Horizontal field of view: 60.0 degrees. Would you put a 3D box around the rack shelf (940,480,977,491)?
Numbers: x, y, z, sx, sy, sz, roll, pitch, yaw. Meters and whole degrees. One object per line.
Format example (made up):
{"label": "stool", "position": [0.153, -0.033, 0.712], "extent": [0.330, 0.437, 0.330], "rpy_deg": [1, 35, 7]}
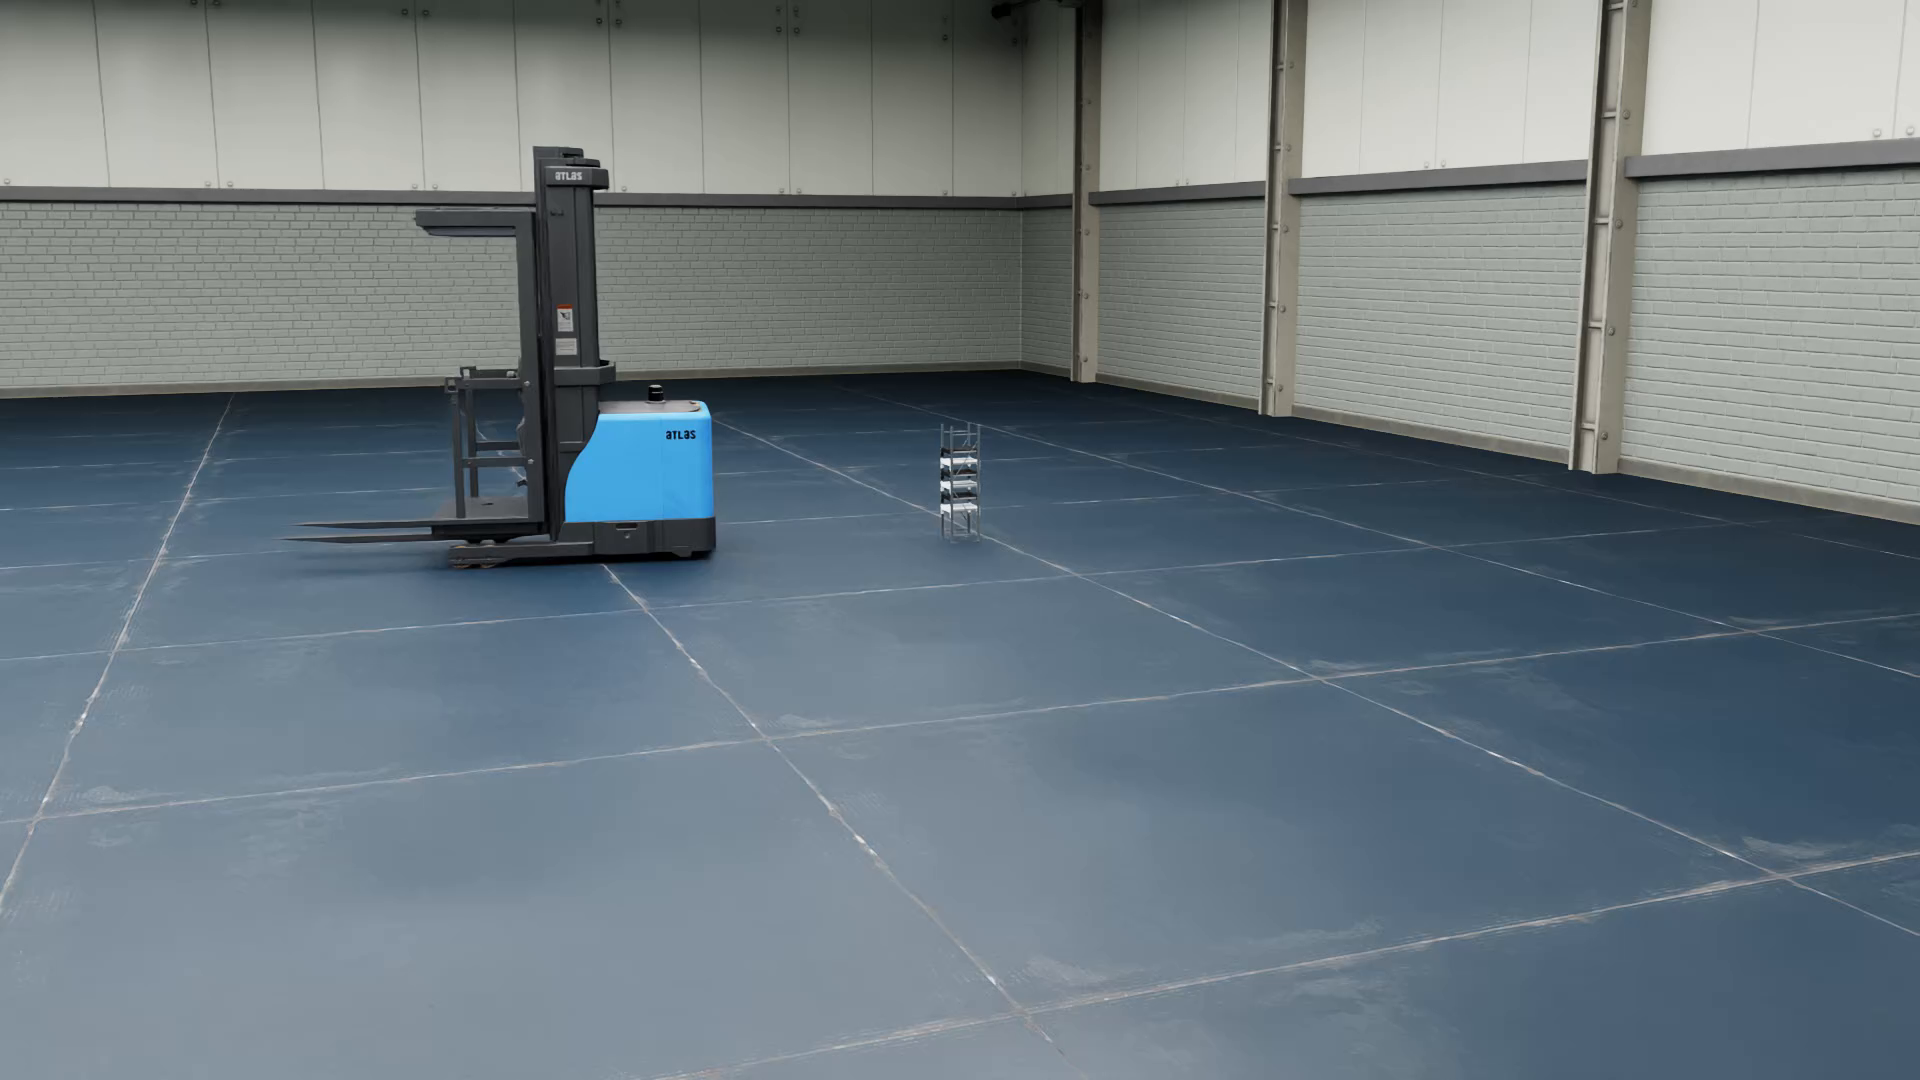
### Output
{"label": "rack shelf", "position": [0.003, -0.409, 12.840], "extent": [0.258, 0.077, 0.200], "rpy_deg": [-4, 11, -21]}

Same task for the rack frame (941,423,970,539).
{"label": "rack frame", "position": [-0.034, -0.458, 12.927], "extent": [0.240, 0.900, 0.006], "rpy_deg": [-4, 11, -21]}

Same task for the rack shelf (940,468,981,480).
{"label": "rack shelf", "position": [0.003, -0.498, 12.824], "extent": [0.258, 0.077, 0.200], "rpy_deg": [-4, 11, -21]}

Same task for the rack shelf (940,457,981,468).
{"label": "rack shelf", "position": [0.003, -0.586, 12.808], "extent": [0.258, 0.077, 0.200], "rpy_deg": [-4, 11, -21]}

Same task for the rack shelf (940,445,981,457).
{"label": "rack shelf", "position": [0.003, -0.675, 12.792], "extent": [0.258, 0.077, 0.200], "rpy_deg": [-4, 11, -21]}

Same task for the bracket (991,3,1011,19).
{"label": "bracket", "position": [0.734, -9.294, 29.194], "extent": [0.235, 0.232, 0.430], "rpy_deg": [-4, 11, -21]}

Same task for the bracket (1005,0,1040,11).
{"label": "bracket", "position": [0.948, -9.197, 28.652], "extent": [0.076, 0.066, 3.189], "rpy_deg": [-4, 11, -21]}

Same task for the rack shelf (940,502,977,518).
{"label": "rack shelf", "position": [0.003, -0.232, 12.871], "extent": [0.258, 0.077, 0.200], "rpy_deg": [-4, 11, -21]}

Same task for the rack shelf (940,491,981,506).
{"label": "rack shelf", "position": [0.003, -0.320, 12.855], "extent": [0.258, 0.077, 0.200], "rpy_deg": [-4, 11, -21]}

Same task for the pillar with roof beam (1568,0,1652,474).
{"label": "pillar with roof beam", "position": [2.410, -4.857, 14.533], "extent": [9.100, 9.000, 0.400], "rpy_deg": [-4, 11, -21]}

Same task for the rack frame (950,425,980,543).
{"label": "rack frame", "position": [0.040, -0.425, 12.741], "extent": [0.240, 0.900, 0.006], "rpy_deg": [-4, 11, -21]}

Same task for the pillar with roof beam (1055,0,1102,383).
{"label": "pillar with roof beam", "position": [-1.938, -6.816, 25.544], "extent": [9.100, 9.000, 0.548], "rpy_deg": [-4, 11, -21]}

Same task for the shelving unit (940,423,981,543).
{"label": "shelving unit", "position": [0.003, -0.442, 12.834], "extent": [0.258, 0.900, 0.210], "rpy_deg": [-4, 11, -21]}

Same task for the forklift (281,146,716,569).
{"label": "forklift", "position": [-3.352, -1.338, 12.073], "extent": [3.031, 2.935, 1.130], "rpy_deg": [-2, 10, -10]}

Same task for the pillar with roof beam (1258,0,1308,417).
{"label": "pillar with roof beam", "position": [0.236, -5.837, 20.038], "extent": [9.100, 9.000, 0.400], "rpy_deg": [-4, 11, -21]}
